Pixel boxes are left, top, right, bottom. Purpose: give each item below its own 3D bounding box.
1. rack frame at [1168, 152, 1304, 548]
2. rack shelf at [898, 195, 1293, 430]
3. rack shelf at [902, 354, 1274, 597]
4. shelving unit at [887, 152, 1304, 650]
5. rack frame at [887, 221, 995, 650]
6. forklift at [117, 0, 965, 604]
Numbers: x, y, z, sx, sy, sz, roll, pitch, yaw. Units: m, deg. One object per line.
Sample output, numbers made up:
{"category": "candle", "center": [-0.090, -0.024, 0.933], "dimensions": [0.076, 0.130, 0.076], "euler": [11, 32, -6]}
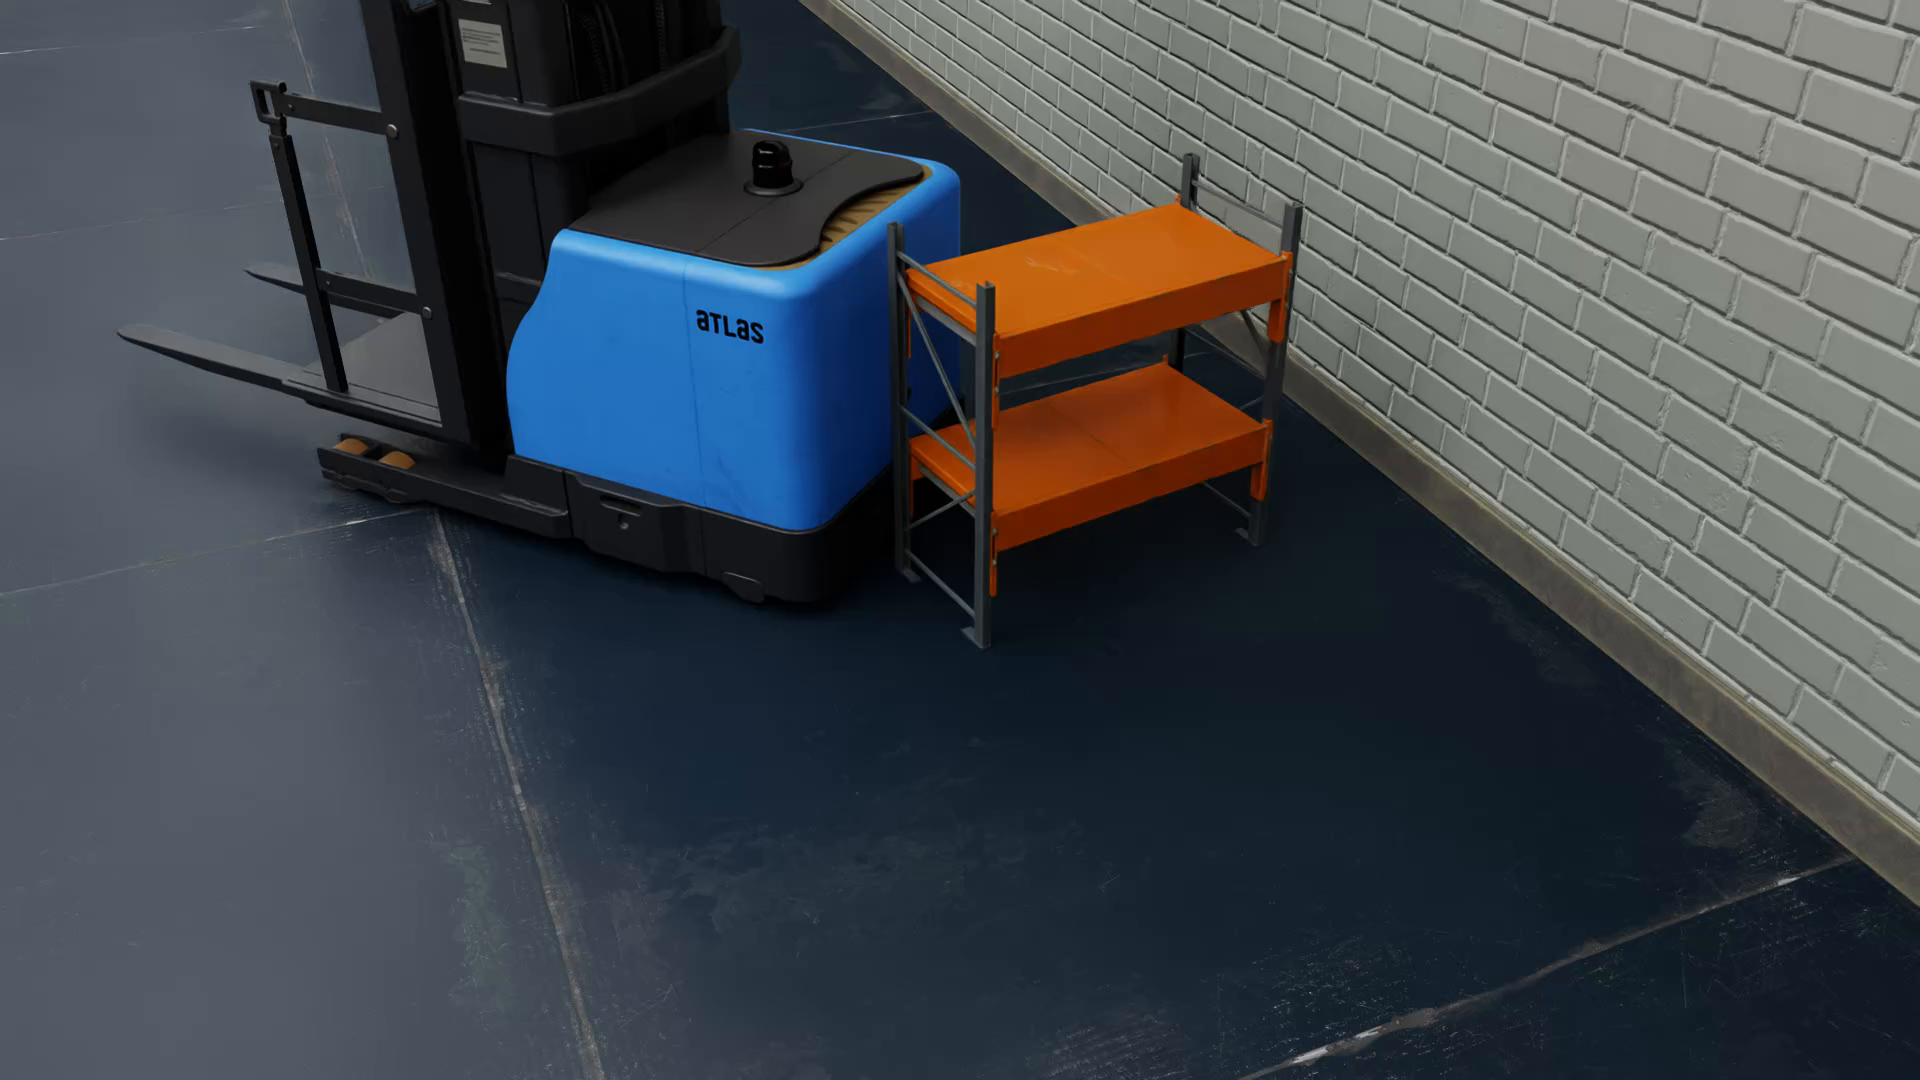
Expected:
{"category": "rack frame", "center": [0.810, -0.568, 5.091], "dimensions": [0.032, 1.125, 0.500], "euler": [-19, 37, -26]}
{"category": "rack shelf", "center": [0.377, -0.667, 4.707], "dimensions": [1.000, 0.278, 0.538], "euler": [-19, 37, -26]}
{"category": "rack shelf", "center": [0.377, -0.217, 5.000], "dimensions": [1.000, 0.278, 0.538], "euler": [-19, 37, -26]}
{"category": "shelving unit", "center": [0.377, -0.422, 4.867], "dimensions": [1.048, 1.125, 0.538], "euler": [-19, 37, -26]}
{"category": "rack frame", "center": [-0.055, -0.276, 4.643], "dimensions": [0.032, 1.125, 0.500], "euler": [-19, 37, -26]}
{"category": "forklift", "center": [-1.538, -1.588, 5.004], "dimensions": [3.031, 2.935, 1.130], "euler": [15, 36, 22]}
